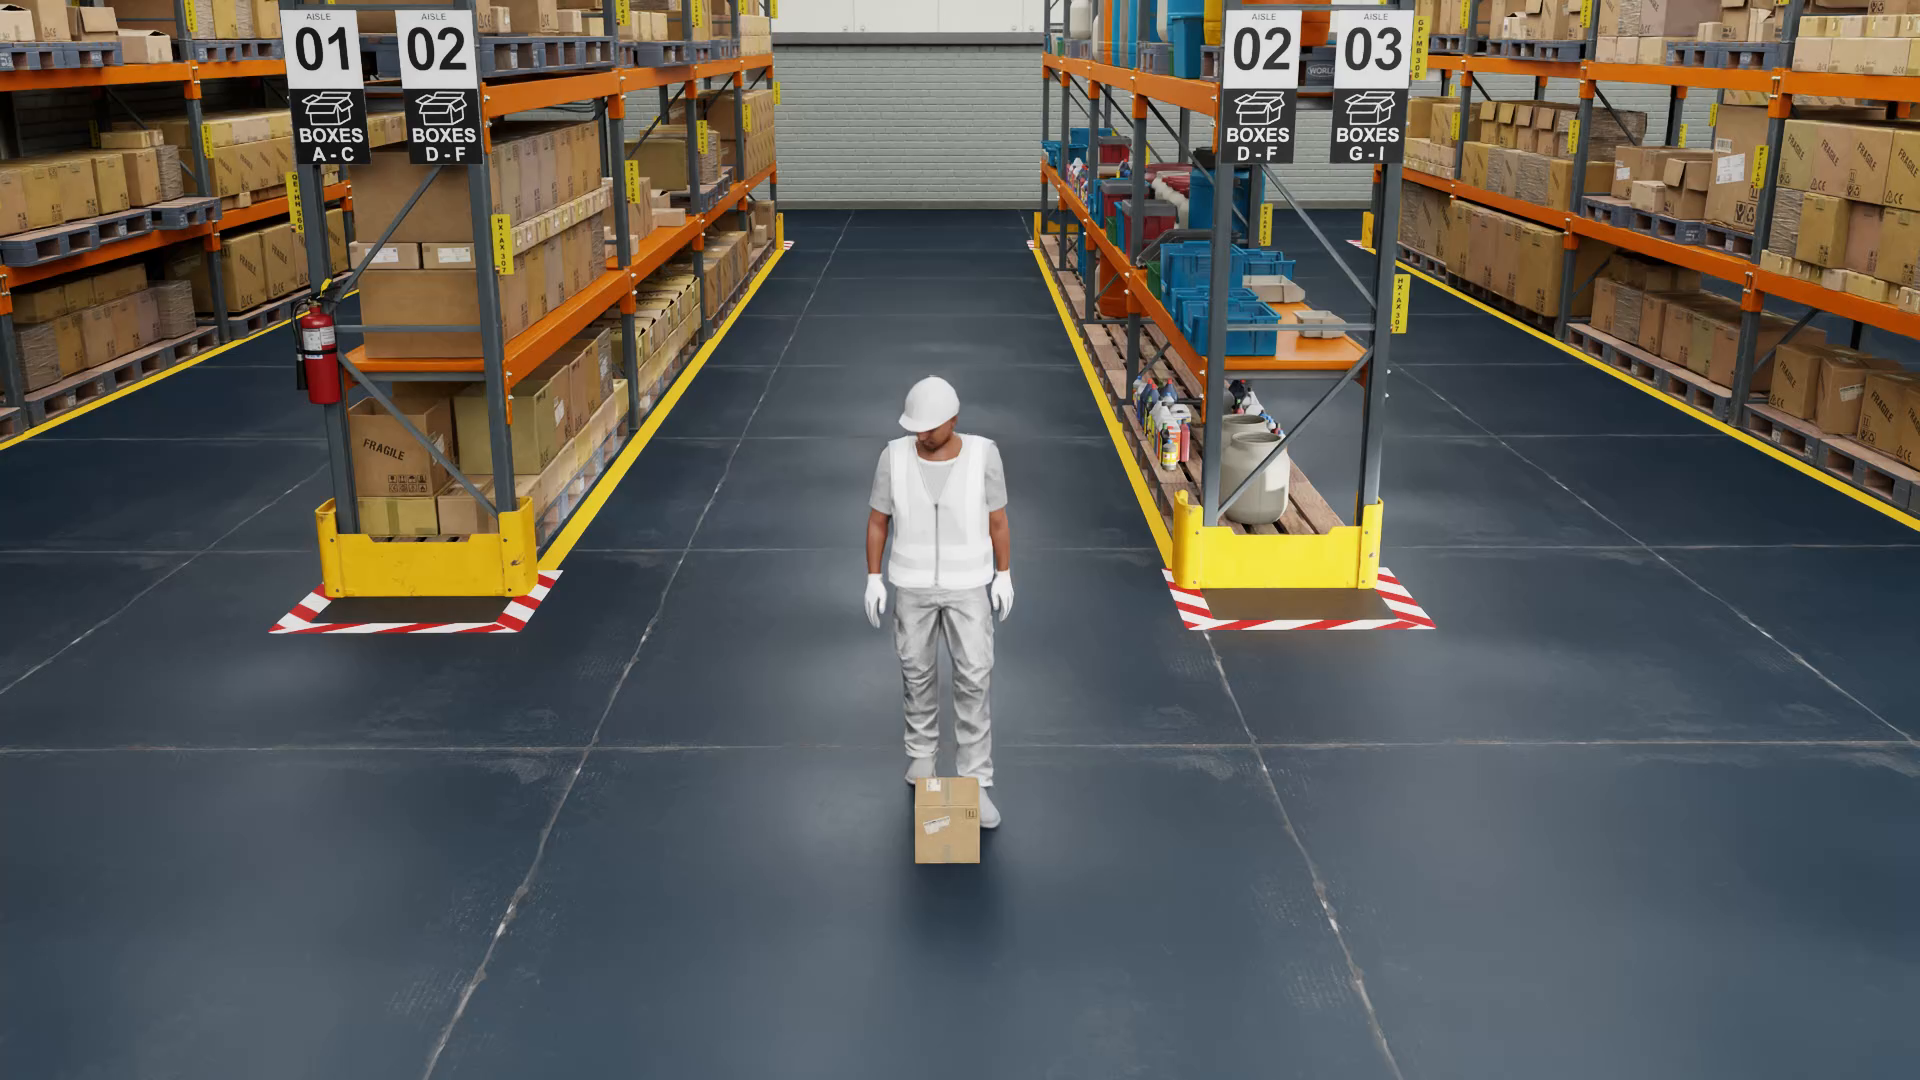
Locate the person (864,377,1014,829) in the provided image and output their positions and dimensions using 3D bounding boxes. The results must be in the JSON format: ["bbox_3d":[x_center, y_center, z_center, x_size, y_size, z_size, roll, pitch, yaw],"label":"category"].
[{"bbox_3d":[-0.096,0.223,6.712,0.612,1.761,0.673,1,17,4],"label":"person"}]
